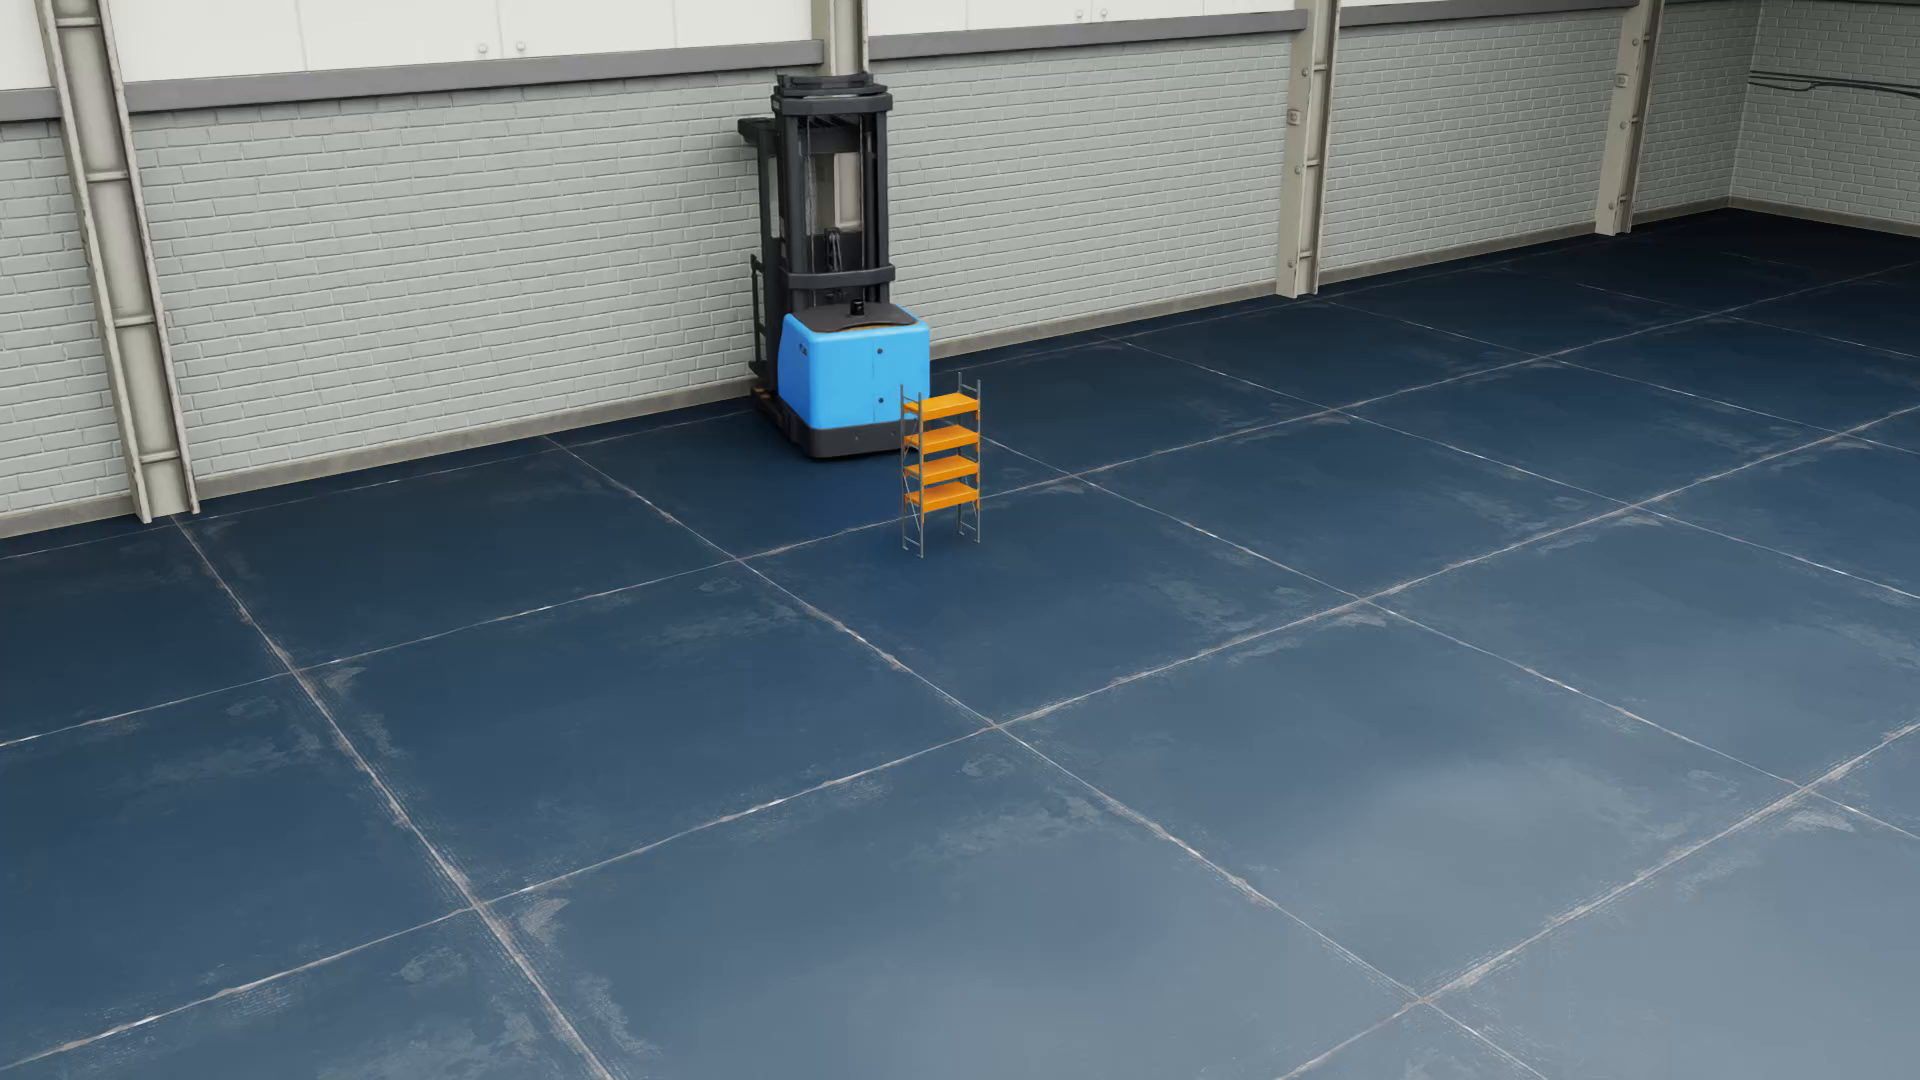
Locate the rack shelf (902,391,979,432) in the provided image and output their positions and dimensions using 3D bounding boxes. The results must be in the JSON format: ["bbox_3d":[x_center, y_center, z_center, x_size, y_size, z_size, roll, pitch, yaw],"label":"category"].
[{"bbox_3d":[-0.134,-0.886,11.439,0.480,0.148,0.258,-15,26,-33],"label":"rack shelf"}]

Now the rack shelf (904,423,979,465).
[{"bbox_3d":[-0.134,-0.667,11.526,0.480,0.148,0.258,-15,26,-33],"label":"rack shelf"}]

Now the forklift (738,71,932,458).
[{"bbox_3d":[-1.230,-2.535,14.294,1.130,2.935,3.031,-8,23,-19],"label":"forklift"}]

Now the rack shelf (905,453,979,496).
[{"bbox_3d":[-0.134,-0.459,11.609,0.480,0.148,0.258,-15,26,-33],"label":"rack shelf"}]

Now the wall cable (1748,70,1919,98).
[{"bbox_3d":[11.856,-7.083,21.695,0.112,2.526,3.097,-15,26,-33],"label":"wall cable"}]

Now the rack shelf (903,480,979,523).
[{"bbox_3d":[-0.134,-0.275,11.683,0.480,0.148,0.258,-15,26,-33],"label":"rack shelf"}]

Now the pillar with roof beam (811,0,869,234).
[{"bbox_3d":[1.466,-4.393,10.764,0.400,9.000,9.100,-15,26,-33],"label":"pillar with roof beam"}]

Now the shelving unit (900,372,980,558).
[{"bbox_3d":[-0.134,-0.521,11.584,0.503,1.200,0.258,-15,26,-33],"label":"shelving unit"}]

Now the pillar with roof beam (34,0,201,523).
[{"bbox_3d":[-3.405,-3.094,7.509,0.400,9.000,9.100,-15,26,-33],"label":"pillar with roof beam"}]

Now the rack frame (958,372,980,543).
[{"bbox_3d":[0.064,-0.574,11.717,0.015,1.200,0.240,-15,26,-33],"label":"rack frame"}]

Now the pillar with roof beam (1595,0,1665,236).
[{"bbox_3d":[11.207,-6.991,17.273,0.400,9.000,9.100,-15,26,-33],"label":"pillar with roof beam"}]

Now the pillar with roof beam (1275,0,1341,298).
[{"bbox_3d":[6.336,-5.692,14.018,0.400,9.000,9.100,-15,26,-33],"label":"pillar with roof beam"}]

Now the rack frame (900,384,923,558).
[{"bbox_3d":[-0.332,-0.469,11.452,0.015,1.200,0.240,-15,26,-33],"label":"rack frame"}]
